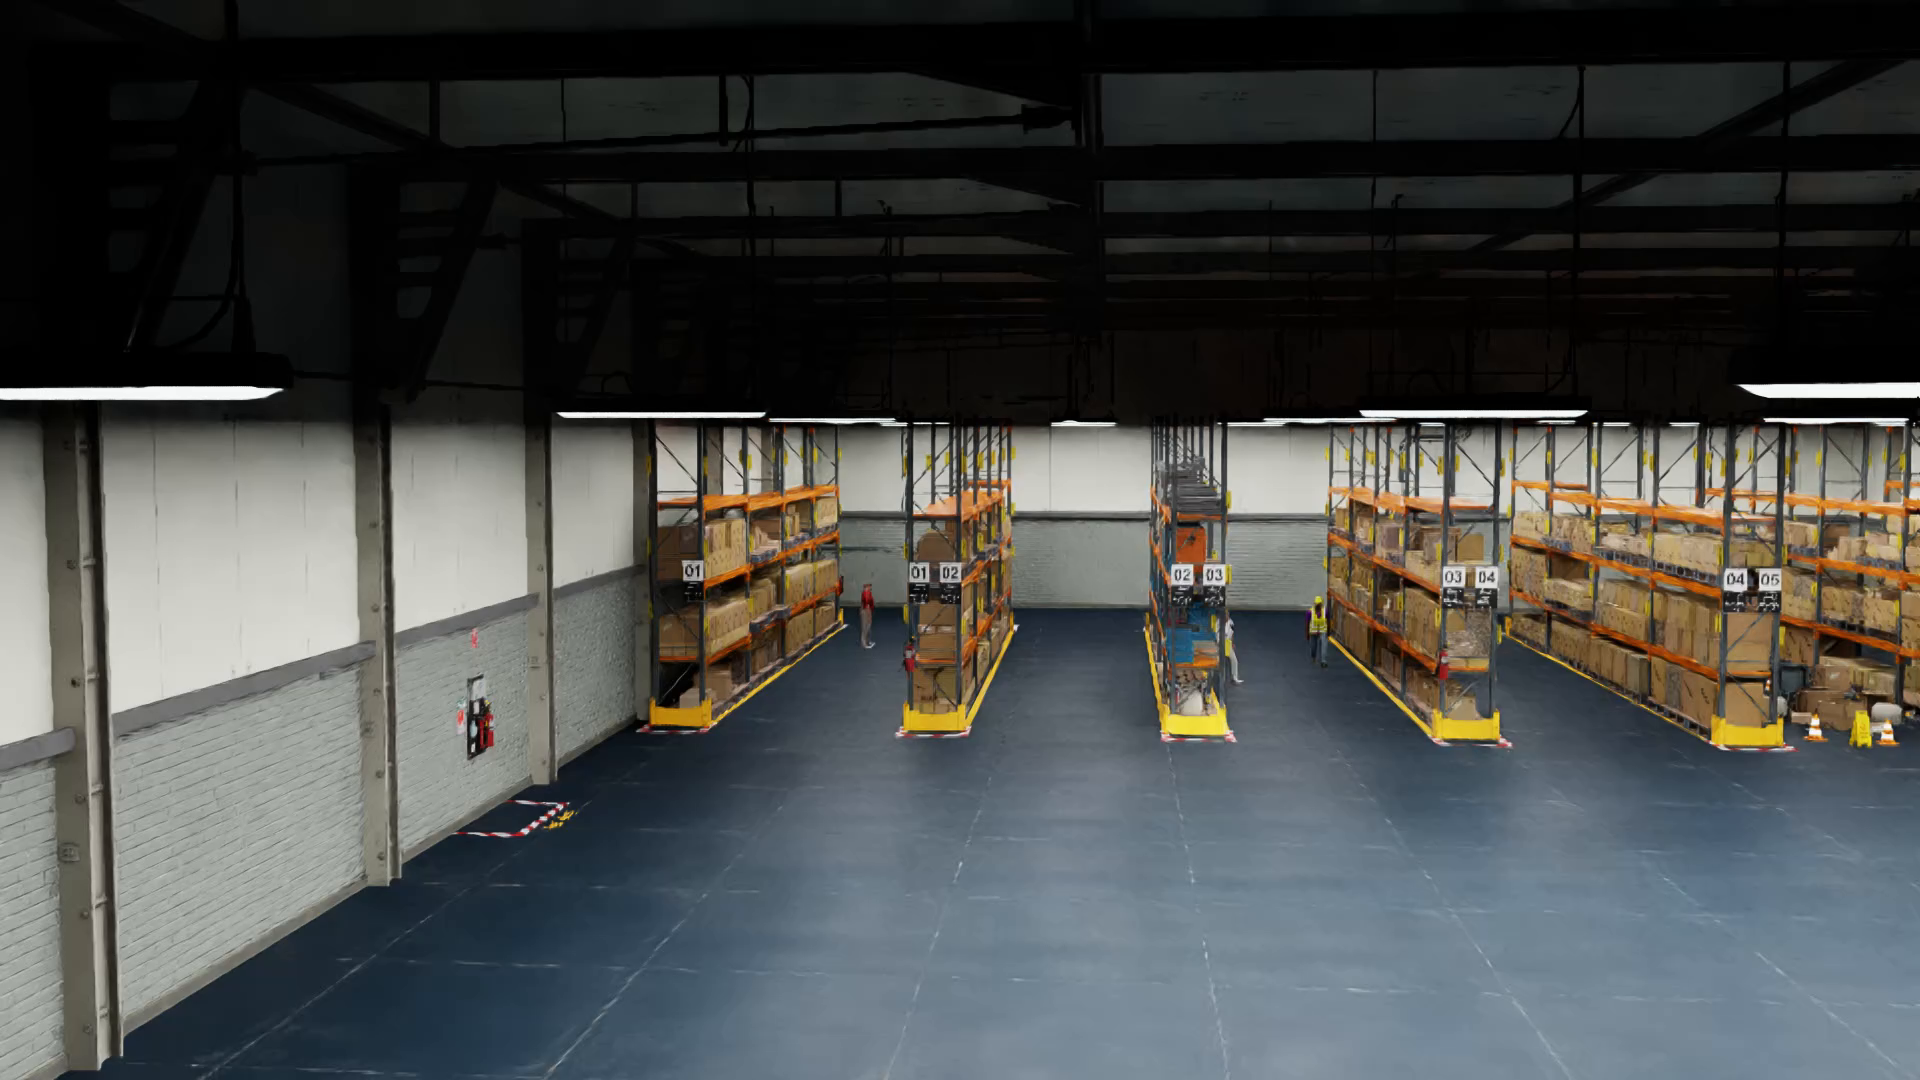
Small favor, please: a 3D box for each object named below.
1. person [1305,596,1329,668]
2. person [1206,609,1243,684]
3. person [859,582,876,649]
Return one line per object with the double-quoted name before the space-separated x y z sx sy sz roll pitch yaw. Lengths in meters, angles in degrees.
"person" 8.569 2.188 39.857 0.577 1.687 1.121 1 4 8
"person" 5.898 2.363 37.249 0.701 1.693 0.852 -1 4 -11
"person" -2.378 1.980 43.158 0.470 1.650 0.619 -1 4 -15
